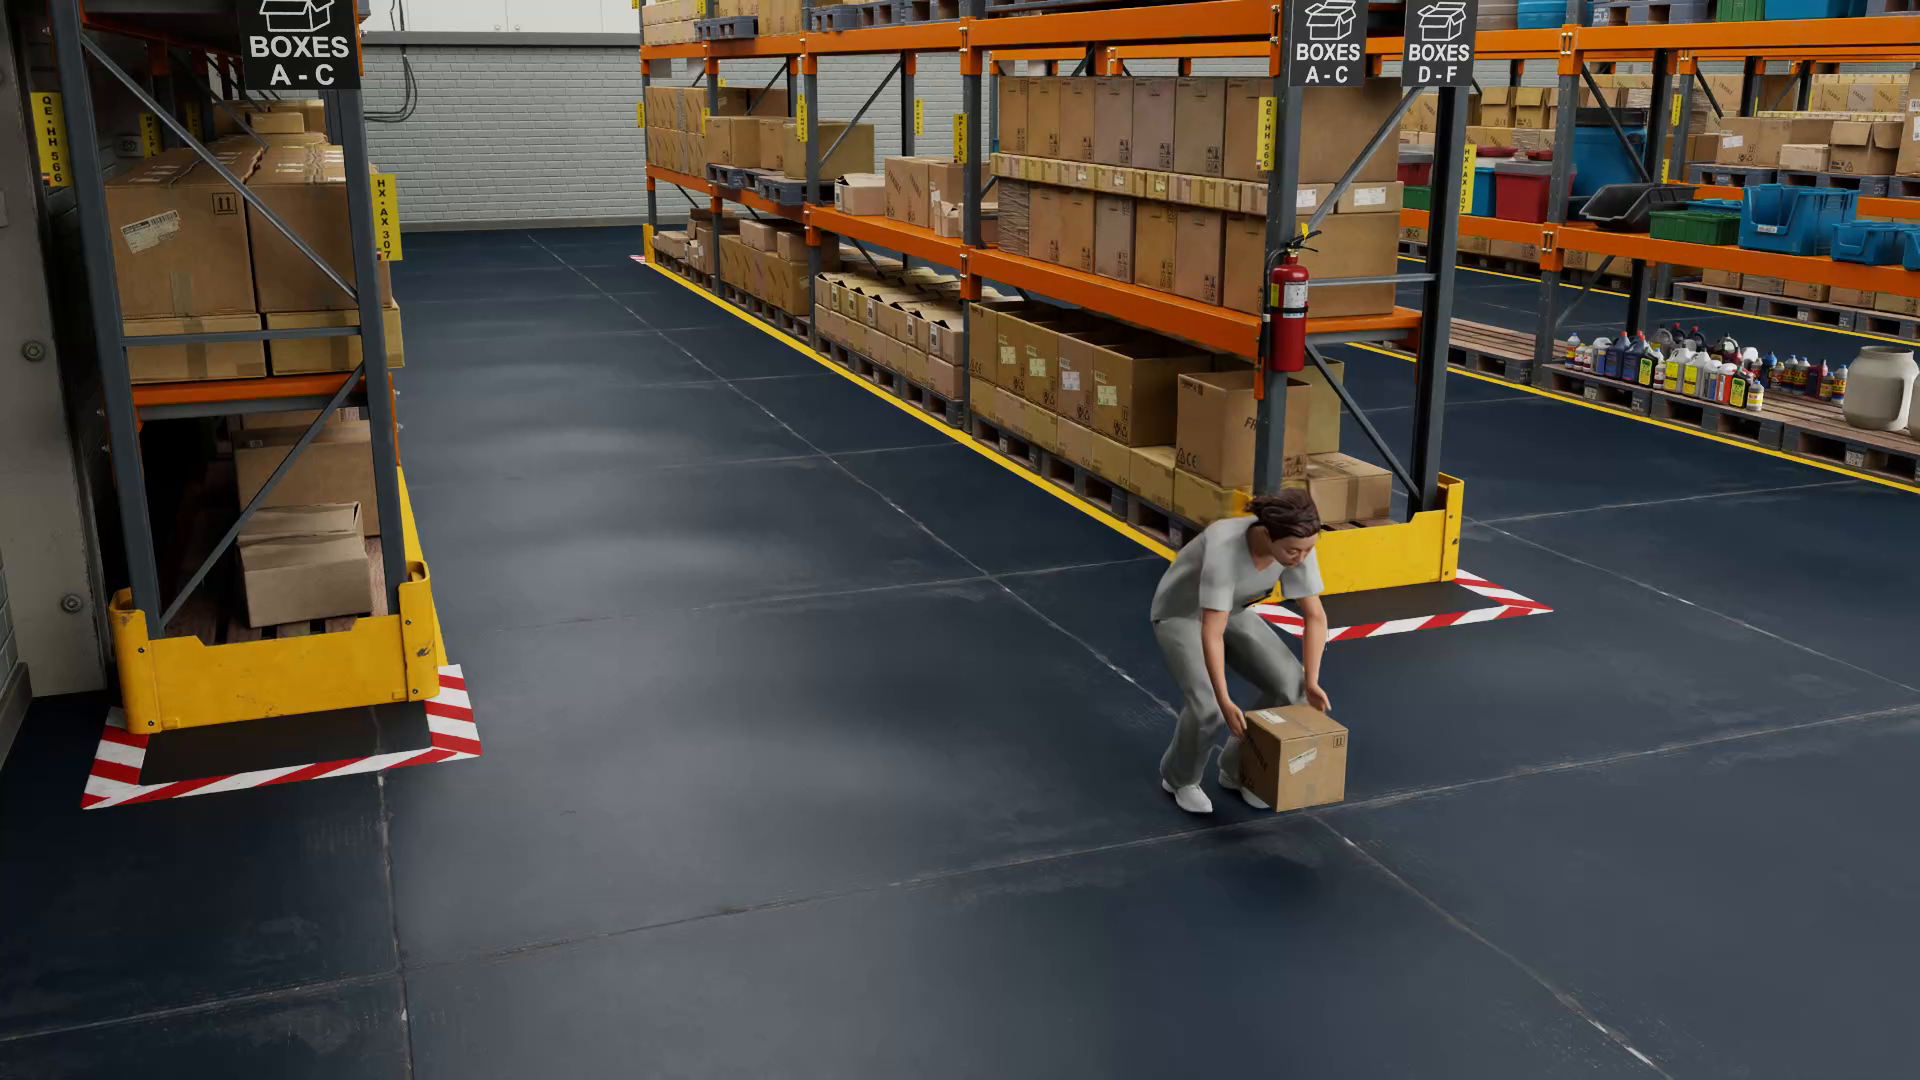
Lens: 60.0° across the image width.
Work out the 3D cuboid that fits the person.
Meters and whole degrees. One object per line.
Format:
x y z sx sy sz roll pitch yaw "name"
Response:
0.962 0.347 5.689 0.495 1.194 0.725 -6 17 -20 "person"
